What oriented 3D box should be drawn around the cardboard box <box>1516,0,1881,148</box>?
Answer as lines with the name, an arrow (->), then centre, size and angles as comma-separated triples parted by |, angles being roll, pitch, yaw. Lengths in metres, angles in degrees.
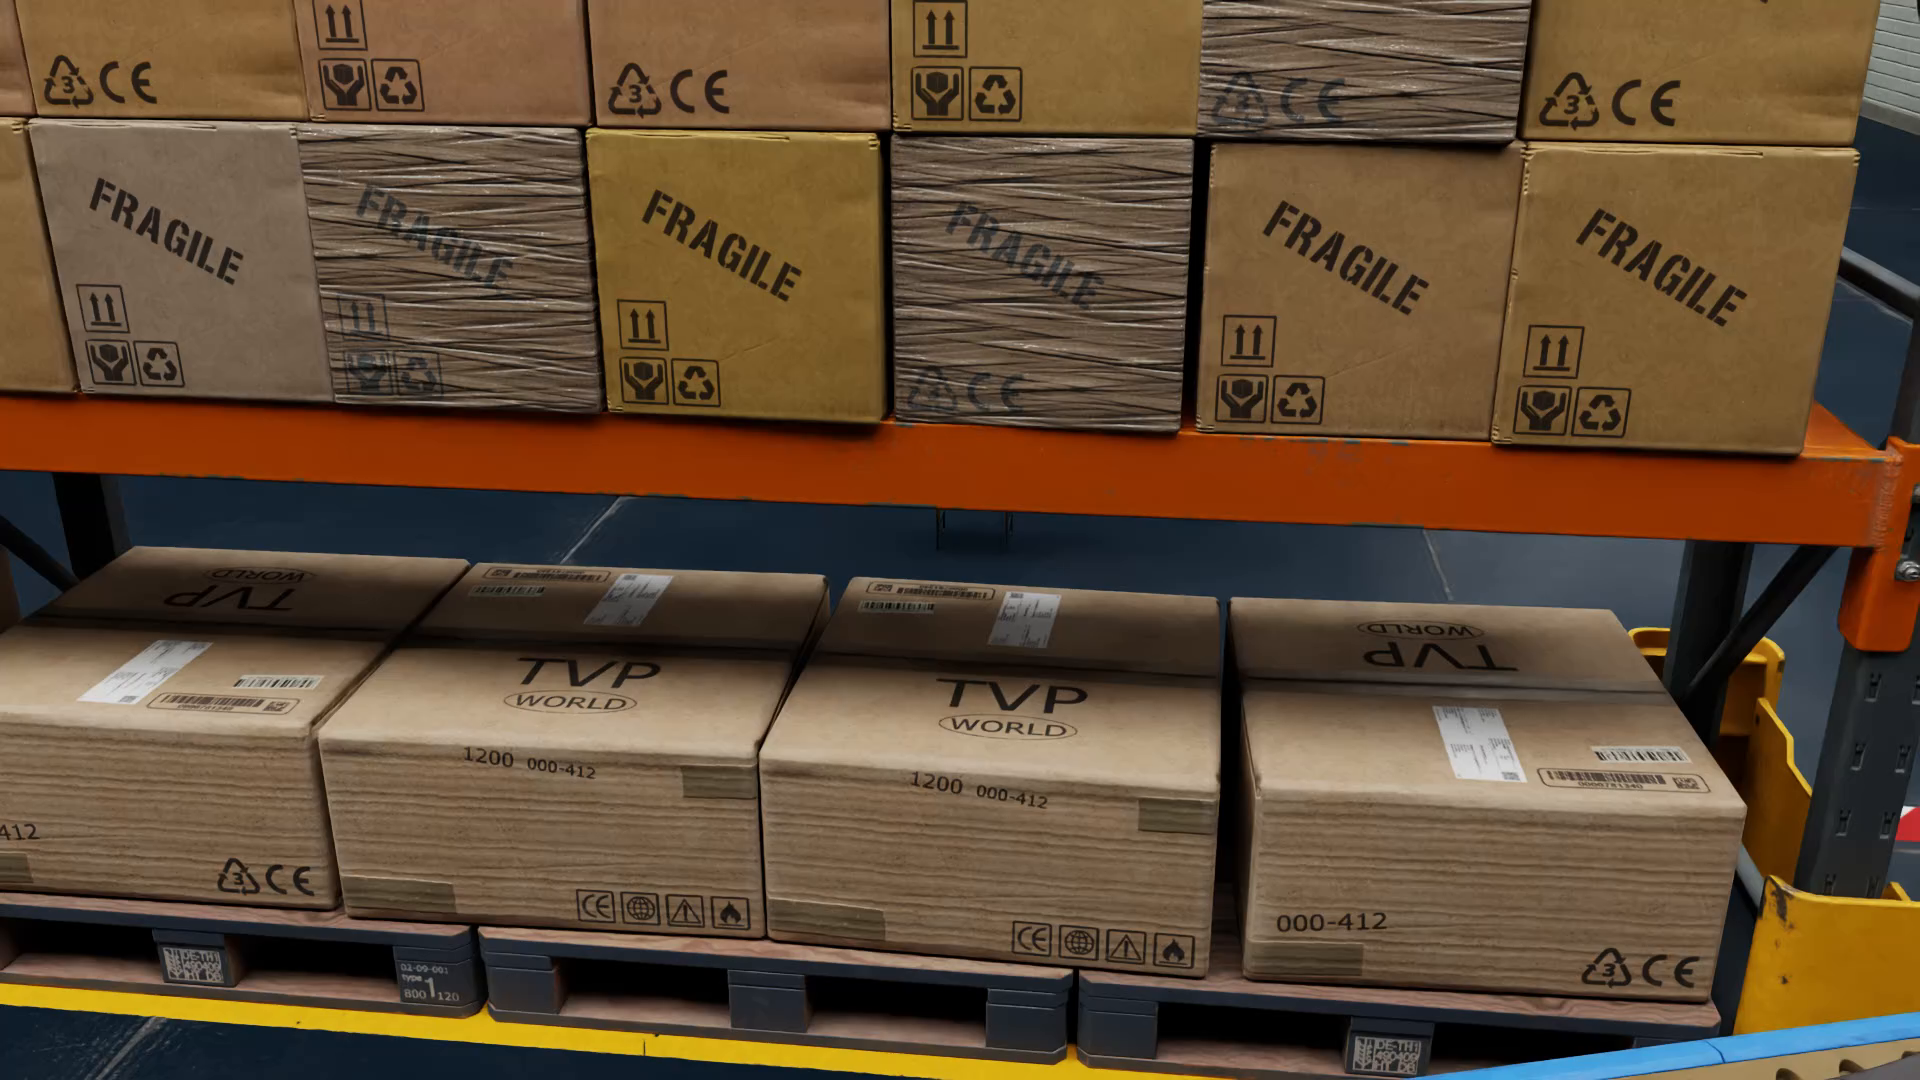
cardboard box -> 1.179, -0.945, 2.755 | 0.500, 0.500, 0.500 | 3, 22, 8

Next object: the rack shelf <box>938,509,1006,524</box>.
rack shelf -> 0.053, -0.218, 5.847 | 0.240, 0.259, 0.215 | 2, 22, 6

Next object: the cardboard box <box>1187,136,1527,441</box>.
cardboard box -> 0.679, -0.498, 2.983 | 0.500, 0.500, 0.500 | 2, 22, 5

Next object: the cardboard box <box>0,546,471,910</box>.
cardboard box -> -1.676, 0.390, 3.788 | 0.875, 0.438, 0.875 | 2, 22, 6

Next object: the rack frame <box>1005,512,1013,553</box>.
rack frame -> 0.174, -0.481, 5.728 | 0.008, 1.050, 0.200 | 2, 22, 6

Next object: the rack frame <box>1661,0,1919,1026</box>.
rack frame -> 1.686, -0.500, 3.124 | 0.127, 3.000, 1.000 | 2, 22, 6

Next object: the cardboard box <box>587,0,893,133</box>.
cardboard box -> -0.333, -1.002, 2.899 | 0.500, 0.500, 0.500 | 2, 22, 6

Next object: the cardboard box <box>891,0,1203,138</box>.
cardboard box -> 0.166, -0.980, 2.842 | 0.500, 0.500, 0.500 | 2, 22, 6

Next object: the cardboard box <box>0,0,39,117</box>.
cardboard box -> -1.842, -1.075, 3.084 | 0.500, 0.500, 0.500 | 3, 22, 7

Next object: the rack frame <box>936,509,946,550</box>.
rack frame -> -0.068, -0.491, 5.754 | 0.008, 1.050, 0.200 | 2, 22, 6

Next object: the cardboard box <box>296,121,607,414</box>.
cardboard box -> -0.859, -0.556, 3.131 | 0.500, 0.500, 0.500 | 3, 22, 7

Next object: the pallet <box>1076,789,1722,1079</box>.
pallet -> 0.883, 0.791, 3.652 | 1.213, 0.211, 1.003 | 2, 22, 6

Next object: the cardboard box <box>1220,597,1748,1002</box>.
cardboard box -> 1.019, 0.504, 3.498 | 0.875, 0.438, 0.875 | 2, 22, 4

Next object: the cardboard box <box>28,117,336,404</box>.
cardboard box -> -1.352, -0.580, 3.192 | 0.500, 0.500, 0.500 | 3, 22, 7

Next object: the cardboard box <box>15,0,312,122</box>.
cardboard box -> -1.341, -1.051, 3.023 | 0.500, 0.500, 0.500 | 2, 22, 6

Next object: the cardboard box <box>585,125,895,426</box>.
cardboard box -> -0.347, -0.534, 3.075 | 0.500, 0.500, 0.500 | 3, 22, 8

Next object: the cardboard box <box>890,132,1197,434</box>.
cardboard box -> 0.167, -0.517, 3.030 | 0.500, 0.500, 0.500 | 3, 22, 8

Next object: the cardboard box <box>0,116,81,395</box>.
cardboard box -> -1.851, -0.604, 3.251 | 0.500, 0.500, 0.500 | 3, 22, 8

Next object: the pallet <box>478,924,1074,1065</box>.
pallet -> -0.326, 0.737, 3.788 | 1.213, 0.211, 1.003 | 2, 22, 6

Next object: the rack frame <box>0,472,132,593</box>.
rack frame -> -2.286, -0.673, 3.562 | 0.127, 3.000, 1.000 | 2, 22, 6

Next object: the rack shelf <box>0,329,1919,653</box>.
rack shelf -> -0.300, -0.252, 3.476 | 4.000, 0.370, 1.077 | 2, 22, 6

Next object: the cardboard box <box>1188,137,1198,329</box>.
cardboard box -> 0.737, -0.684, 3.453 | 0.500, 0.500, 0.500 | 2, 22, 6

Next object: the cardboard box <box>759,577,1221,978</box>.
cardboard box -> 0.109, 0.468, 3.591 | 0.875, 0.438, 0.875 | 3, 22, 8

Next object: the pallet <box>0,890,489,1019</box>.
pallet -> -1.541, 0.685, 3.919 | 1.213, 0.211, 1.003 | 2, 22, 6

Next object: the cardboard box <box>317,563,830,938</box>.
cardboard box -> -0.786, 0.428, 3.691 | 0.875, 0.438, 0.875 | 2, 22, 5

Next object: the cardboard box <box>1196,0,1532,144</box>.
cardboard box -> 0.657, -0.957, 2.785 | 0.500, 0.500, 0.500 | 3, 22, 6

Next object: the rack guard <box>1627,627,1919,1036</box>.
rack guard -> 1.710, 0.664, 3.581 | 0.348, 0.500, 1.175 | 2, 22, 6

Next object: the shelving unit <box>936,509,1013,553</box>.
shelving unit -> 0.053, -0.486, 5.741 | 0.252, 1.050, 0.215 | 2, 22, 6

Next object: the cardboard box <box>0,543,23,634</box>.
cardboard box -> -2.912, 0.122, 3.870 | 0.875, 0.875, 0.875 | 3, 22, 8

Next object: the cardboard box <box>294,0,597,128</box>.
cardboard box -> -0.834, -1.025, 2.957 | 0.500, 0.500, 0.500 | 3, 22, 7

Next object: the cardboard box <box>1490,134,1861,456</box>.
cardboard box -> 1.176, -0.471, 2.914 | 0.500, 0.500, 0.500 | 3, 22, 7
